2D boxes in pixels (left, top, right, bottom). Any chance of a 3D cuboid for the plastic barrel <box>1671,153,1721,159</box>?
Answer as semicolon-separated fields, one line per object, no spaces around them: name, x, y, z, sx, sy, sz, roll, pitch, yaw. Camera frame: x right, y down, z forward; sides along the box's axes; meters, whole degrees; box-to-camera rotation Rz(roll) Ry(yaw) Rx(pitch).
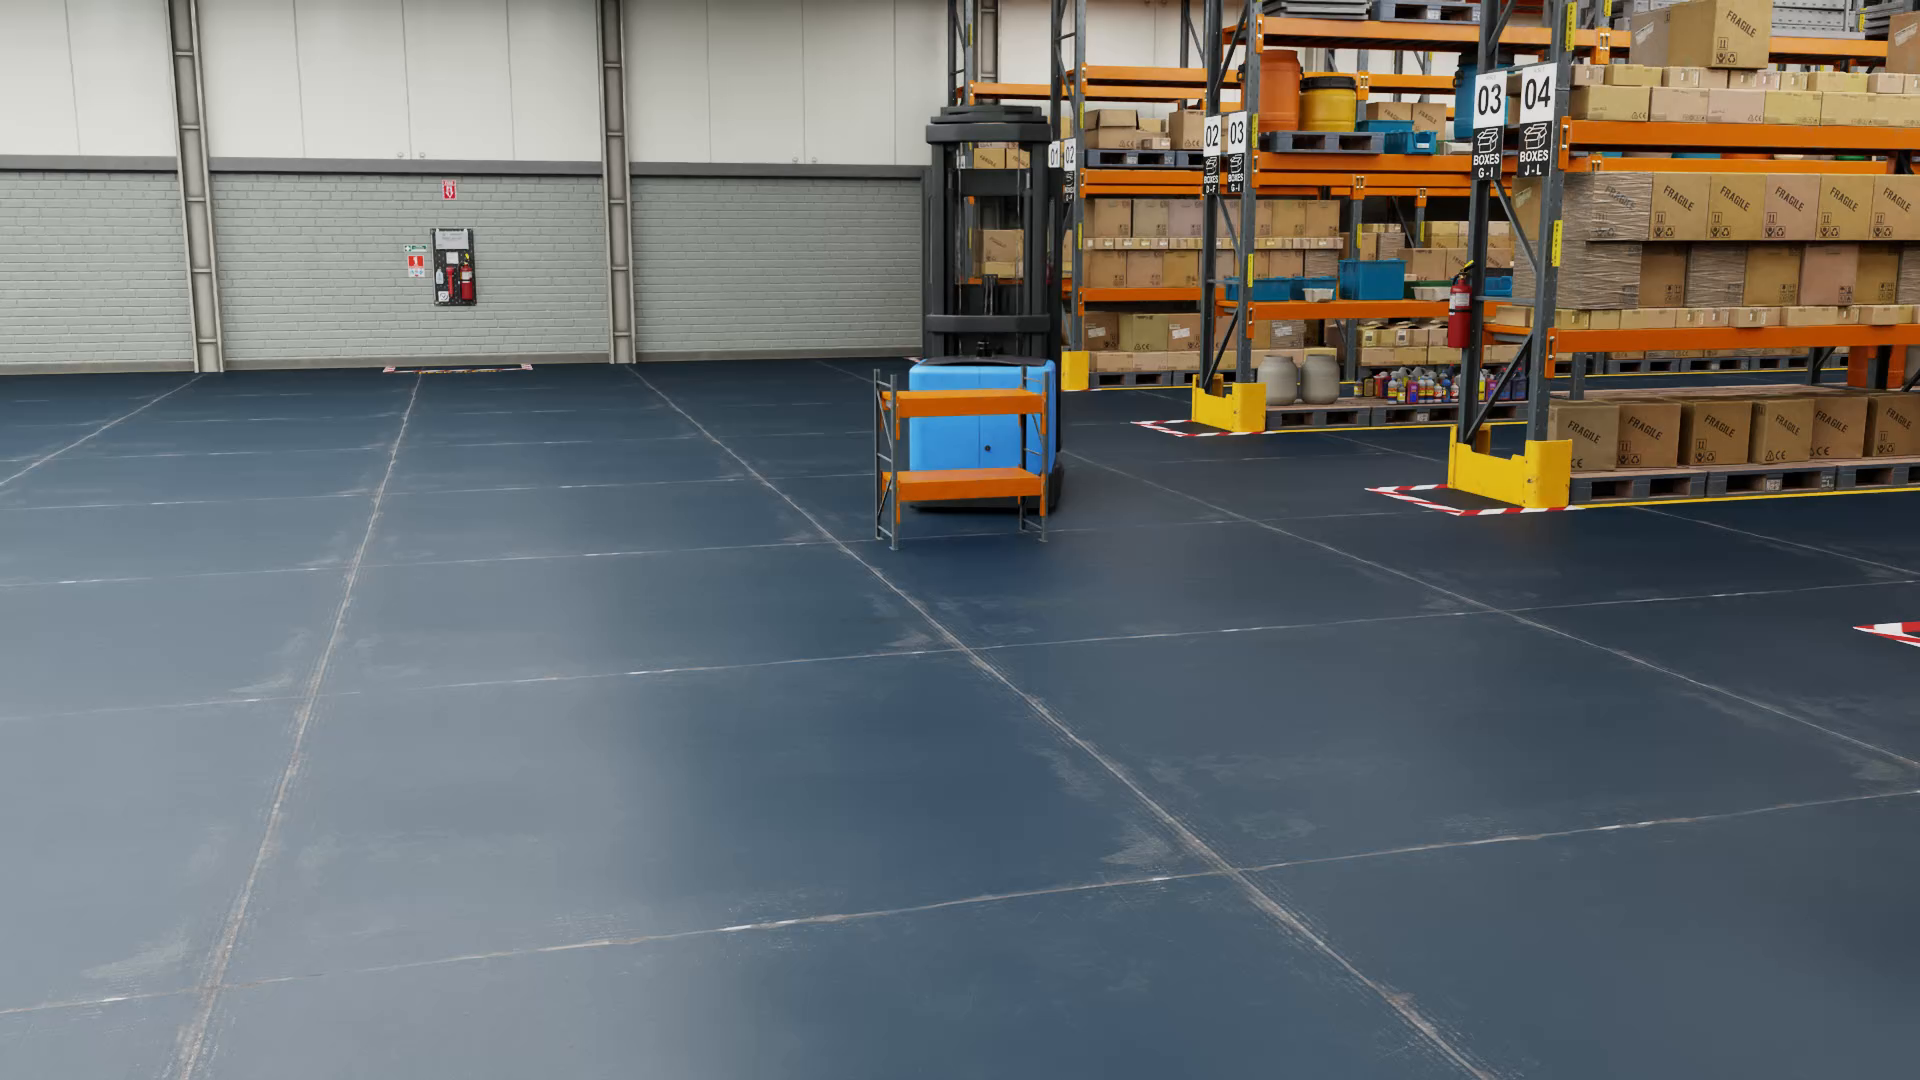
plastic barrel;8.296;-4.726;18.761;0.708;0.901;0.600;-3;11;-16

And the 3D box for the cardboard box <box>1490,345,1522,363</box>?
cardboard box;7.657;-2.671;23.707;0.500;0.250;0.500;-3;11;-15

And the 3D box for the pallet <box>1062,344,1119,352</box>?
pallet;2.035;-3.122;27.424;1.213;0.211;1.003;-3;11;-16

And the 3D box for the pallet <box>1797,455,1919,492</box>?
pallet;7.362;-0.602;13.731;1.213;0.211;1.003;-3;11;-16

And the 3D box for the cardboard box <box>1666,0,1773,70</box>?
cardboard box;5.657;-3.755;12.397;0.500;0.500;0.500;-3;11;-16

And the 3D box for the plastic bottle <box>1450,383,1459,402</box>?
plastic bottle;5.317;-1.587;17.897;0.097;0.201;0.097;0;10;0

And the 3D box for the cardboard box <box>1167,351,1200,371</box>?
cardboard box;2.927;-2.427;22.379;0.500;0.250;0.500;-3;11;-16

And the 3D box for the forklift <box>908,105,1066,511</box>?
forklift;0.270;-1.876;13.140;1.130;2.935;3.031;1;10;5

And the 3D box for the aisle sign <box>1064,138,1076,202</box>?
aisle sign;1.413;-4.755;21.410;0.004;0.787;0.394;-3;11;-16

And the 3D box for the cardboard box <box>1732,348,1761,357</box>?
cardboard box;11.560;-3.004;24.766;0.500;0.500;0.500;-3;11;-15

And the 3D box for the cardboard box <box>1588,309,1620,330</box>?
cardboard box;4.742;-1.669;12.524;0.250;0.149;0.380;-3;11;-16

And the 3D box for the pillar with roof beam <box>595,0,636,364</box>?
pillar with roof beam;-4.125;-6.478;21.381;0.400;9.000;9.100;-3;11;-16

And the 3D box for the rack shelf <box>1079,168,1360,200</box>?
rack shelf;3.311;-4.756;22.296;4.000;0.370;1.077;-3;11;-16

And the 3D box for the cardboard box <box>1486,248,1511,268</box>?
cardboard box;7.465;-3.899;23.666;0.500;0.500;0.500;-4;11;-19

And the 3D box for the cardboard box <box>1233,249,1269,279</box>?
cardboard box;3.820;-3.708;22.630;0.500;0.500;0.700;-3;11;-15

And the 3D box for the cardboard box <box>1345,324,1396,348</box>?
cardboard box;5.698;-2.843;23.091;0.500;0.311;0.500;-3;11;-16

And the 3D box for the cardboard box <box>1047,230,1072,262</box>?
cardboard box;1.520;-4.719;26.683;0.500;0.500;0.500;-3;11;-18

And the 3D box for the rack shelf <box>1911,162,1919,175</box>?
rack shelf;12.373;-4.299;19.817;4.000;0.370;1.077;-3;11;-16

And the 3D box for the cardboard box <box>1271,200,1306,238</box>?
cardboard box;4.322;-4.373;22.657;0.500;0.500;0.700;-3;11;-16

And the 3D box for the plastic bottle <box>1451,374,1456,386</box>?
plastic bottle;5.393;-1.657;18.048;0.133;0.283;0.061;-3;11;-16

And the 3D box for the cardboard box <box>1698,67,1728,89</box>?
cardboard box;5.485;-3.425;12.397;0.250;0.149;0.380;-3;11;-16

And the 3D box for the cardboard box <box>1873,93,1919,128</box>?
cardboard box;7.127;-3.321;12.933;0.500;0.250;0.500;-3;11;-15

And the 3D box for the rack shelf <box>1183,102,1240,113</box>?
rack shelf;5.763;-7.097;27.837;4.000;0.370;1.077;-3;11;-16

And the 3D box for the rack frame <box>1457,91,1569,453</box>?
rack frame;4.156;-1.811;12.597;0.127;3.000;1.000;-3;11;-16

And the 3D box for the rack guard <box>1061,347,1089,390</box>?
rack guard;1.368;-2.302;22.172;0.348;0.500;1.175;-3;11;-16

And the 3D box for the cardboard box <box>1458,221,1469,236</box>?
cardboard box;8.708;-5.378;28.752;0.500;0.250;0.500;-3;11;-17

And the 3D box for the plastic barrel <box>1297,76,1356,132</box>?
plastic barrel;3.831;-4.526;17.381;0.600;0.588;0.600;0;10;0

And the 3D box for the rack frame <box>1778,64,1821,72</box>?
rack frame;15.365;-8.154;30.484;0.127;3.000;1.000;-3;11;-16

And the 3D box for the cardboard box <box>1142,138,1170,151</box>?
cardboard box;2.570;-5.189;21.810;0.250;0.149;0.380;-3;11;-16

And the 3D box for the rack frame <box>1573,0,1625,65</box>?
rack frame;9.072;-6.888;23.608;0.127;3.000;1.000;-3;11;-16

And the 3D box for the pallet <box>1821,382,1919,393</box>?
pallet;11.198;-1.752;19.982;1.213;0.211;1.003;-3;11;-16

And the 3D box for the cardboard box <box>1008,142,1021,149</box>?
cardboard box;0.936;-6.414;26.223;0.500;0.500;0.500;-3;11;-17

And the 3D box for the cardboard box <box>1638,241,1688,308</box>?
cardboard box;5.138;-2.075;12.937;0.500;0.500;0.875;-3;11;-16

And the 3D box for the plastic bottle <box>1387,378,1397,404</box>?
plastic bottle;4.600;-1.584;17.685;0.097;0.271;0.097;0;10;0

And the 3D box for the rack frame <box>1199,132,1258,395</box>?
rack frame;2.772;-2.672;17.274;0.127;3.000;1.000;-3;11;-16

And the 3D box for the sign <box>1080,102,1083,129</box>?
sign;1.540;-5.380;21.069;0.005;0.325;0.100;-3;11;-16

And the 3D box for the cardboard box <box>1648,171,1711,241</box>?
cardboard box;5.242;-2.502;12.495;0.500;0.500;0.500;-3;11;-16

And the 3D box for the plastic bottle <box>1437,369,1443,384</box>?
plastic bottle;5.370;-1.775;18.692;0.133;0.283;0.061;-3;11;-13

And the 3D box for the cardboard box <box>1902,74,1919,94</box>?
cardboard box;7.267;-3.519;12.903;0.250;0.149;0.380;-4;11;-19

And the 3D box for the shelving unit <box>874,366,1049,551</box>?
shelving unit;0.006;-0.554;10.946;1.048;1.125;0.538;-3;11;-16

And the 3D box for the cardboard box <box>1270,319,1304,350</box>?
cardboard box;4.364;-2.874;22.735;0.500;0.500;0.500;-3;11;-16

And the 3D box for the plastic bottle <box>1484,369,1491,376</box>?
plastic bottle;5.911;-1.775;18.691;0.133;0.283;0.061;-3;11;-16

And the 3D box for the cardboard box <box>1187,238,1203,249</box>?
cardboard box;3.064;-3.949;22.145;0.250;0.149;0.380;-3;11;-17

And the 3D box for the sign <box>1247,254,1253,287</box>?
sign;2.921;-2.712;16.728;0.005;0.325;0.100;-3;11;-16

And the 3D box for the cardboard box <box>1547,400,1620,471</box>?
cardboard box;4.760;-0.817;12.941;0.500;0.500;0.500;-1;10;-5

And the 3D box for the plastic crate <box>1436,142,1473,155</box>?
plastic crate;5.184;-4.068;17.303;0.396;0.136;0.243;-3;11;-16

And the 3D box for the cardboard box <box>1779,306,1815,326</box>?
cardboard box;6.428;-1.754;12.984;0.250;0.149;0.380;-3;11;-16

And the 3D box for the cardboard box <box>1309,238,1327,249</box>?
cardboard box;4.792;-4.040;22.641;0.250;0.149;0.380;-3;11;-17

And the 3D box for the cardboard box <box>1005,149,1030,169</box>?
cardboard box;0.919;-5.923;26.316;0.500;0.500;0.500;-2;11;-12

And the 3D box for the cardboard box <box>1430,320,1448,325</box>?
cardboard box;7.001;-3.013;24.013;0.500;0.311;0.500;-3;11;-17

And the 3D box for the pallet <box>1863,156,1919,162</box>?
pallet;11.215;-4.481;19.337;1.213;0.211;1.003;-3;11;-16

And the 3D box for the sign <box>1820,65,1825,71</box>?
sign;15.503;-8.557;29.876;0.005;0.325;0.100;-3;11;-16

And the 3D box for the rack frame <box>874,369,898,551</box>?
rack frame;-0.482;-0.528;10.807;0.032;1.125;0.500;-3;11;-16

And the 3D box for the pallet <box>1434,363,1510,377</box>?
pallet;7.101;-2.470;23.883;1.213;0.211;1.003;-3;11;-16

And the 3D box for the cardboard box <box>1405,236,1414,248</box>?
cardboard box;8.064;-5.074;29.169;0.500;0.500;0.500;-3;11;-16

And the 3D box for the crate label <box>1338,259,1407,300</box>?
crate label;4.463;-2.829;18.032;0.616;0.435;0.502;-3;11;-16
